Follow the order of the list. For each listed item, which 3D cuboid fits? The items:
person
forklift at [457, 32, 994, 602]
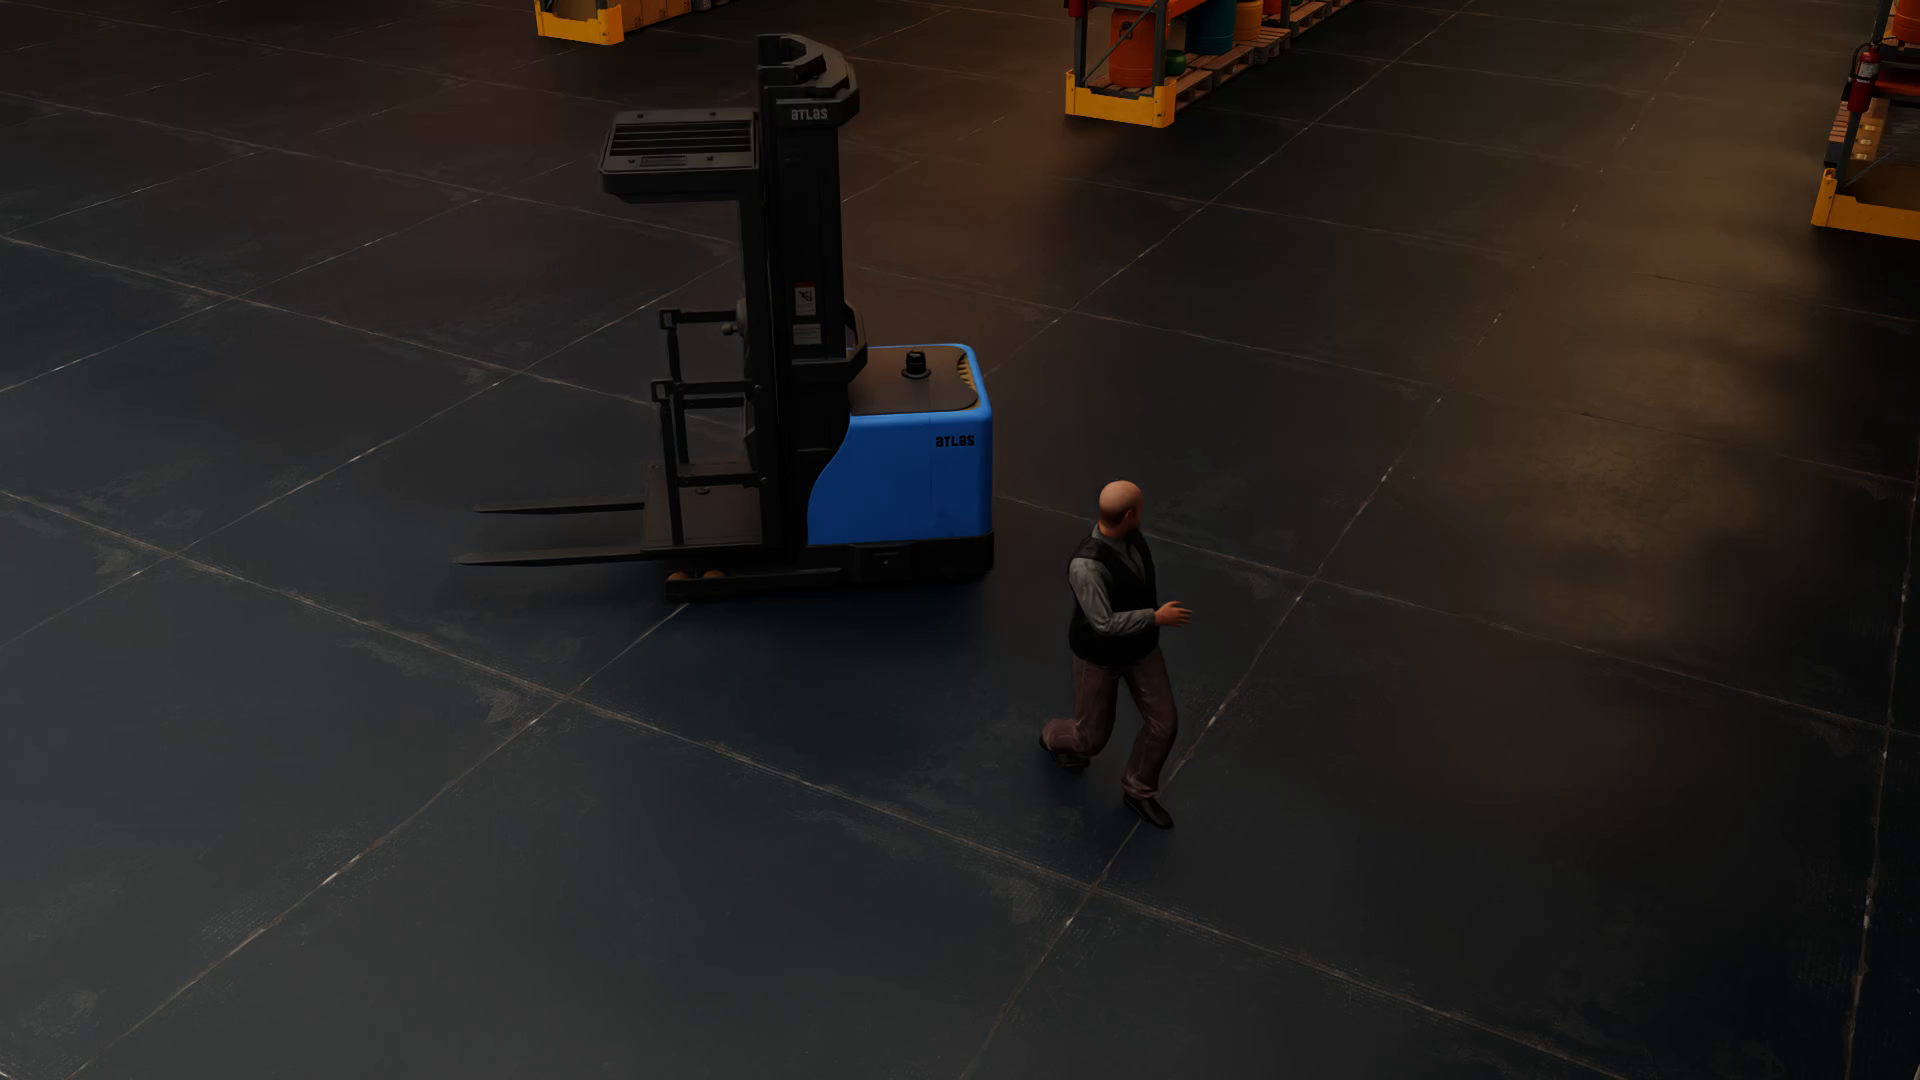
[{"bbox_3d":[0.711,0.472,7.582,0.573,1.640,0.868,-22,37,-33],"label":"person"},{"bbox_3d":[-1.358,-1.198,9.147,3.031,2.935,1.130,-3,30,-6],"label":"forklift"}]
